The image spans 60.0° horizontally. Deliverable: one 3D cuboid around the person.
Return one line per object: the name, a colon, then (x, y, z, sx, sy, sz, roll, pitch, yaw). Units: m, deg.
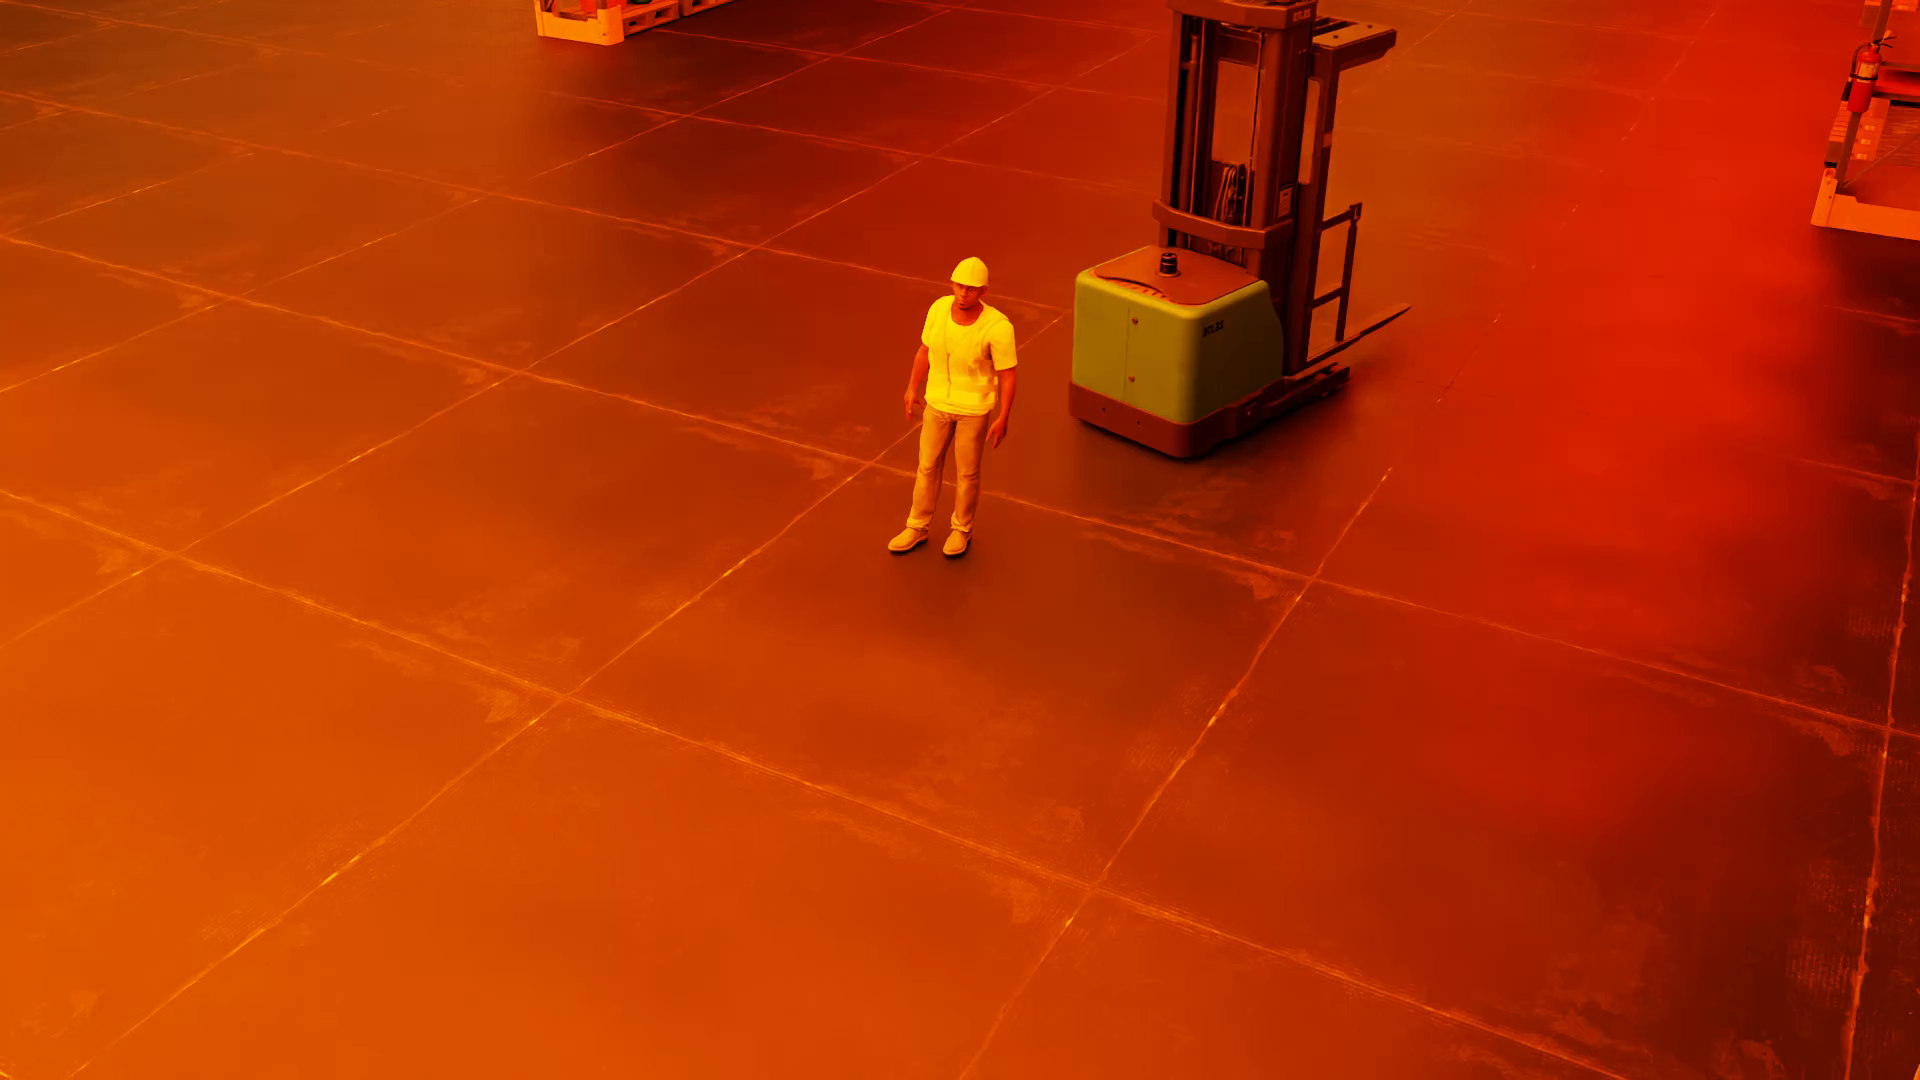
person: (-0.039, -0.743, 9.508, 0.665, 1.765, 0.577, 15, 33, 25)

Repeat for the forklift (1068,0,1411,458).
forklift: (2.134, -2.442, 11.301, 1.130, 2.935, 3.031, 26, 39, 37)
